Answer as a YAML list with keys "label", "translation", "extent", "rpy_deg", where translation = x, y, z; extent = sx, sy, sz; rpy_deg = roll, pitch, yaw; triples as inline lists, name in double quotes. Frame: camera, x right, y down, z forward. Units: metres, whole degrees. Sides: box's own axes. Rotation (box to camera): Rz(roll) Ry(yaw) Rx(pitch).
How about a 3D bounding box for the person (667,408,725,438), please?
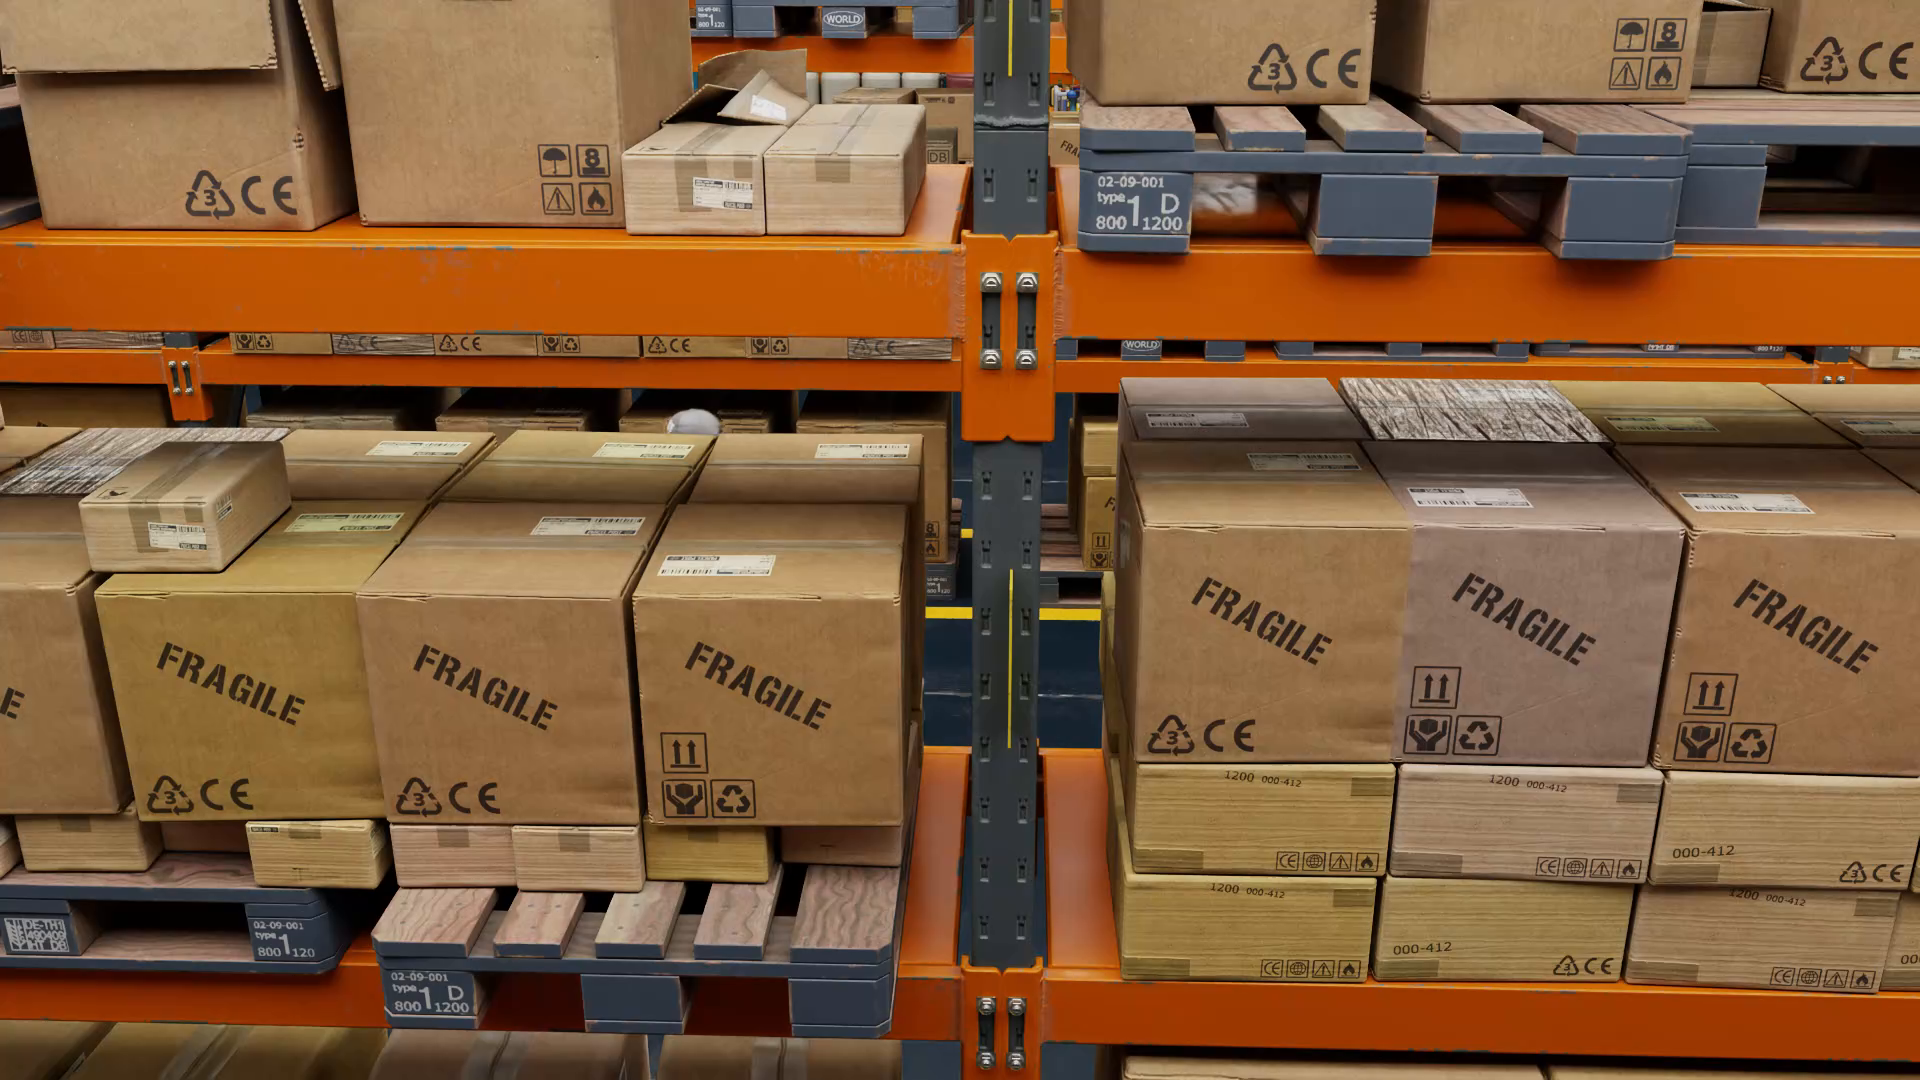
- label: "person"
  translation: [-0.929, 0.339, 6.208]
  extent: [0.395, 1.701, 0.534]
  rpy_deg: [1, 21, 3]
